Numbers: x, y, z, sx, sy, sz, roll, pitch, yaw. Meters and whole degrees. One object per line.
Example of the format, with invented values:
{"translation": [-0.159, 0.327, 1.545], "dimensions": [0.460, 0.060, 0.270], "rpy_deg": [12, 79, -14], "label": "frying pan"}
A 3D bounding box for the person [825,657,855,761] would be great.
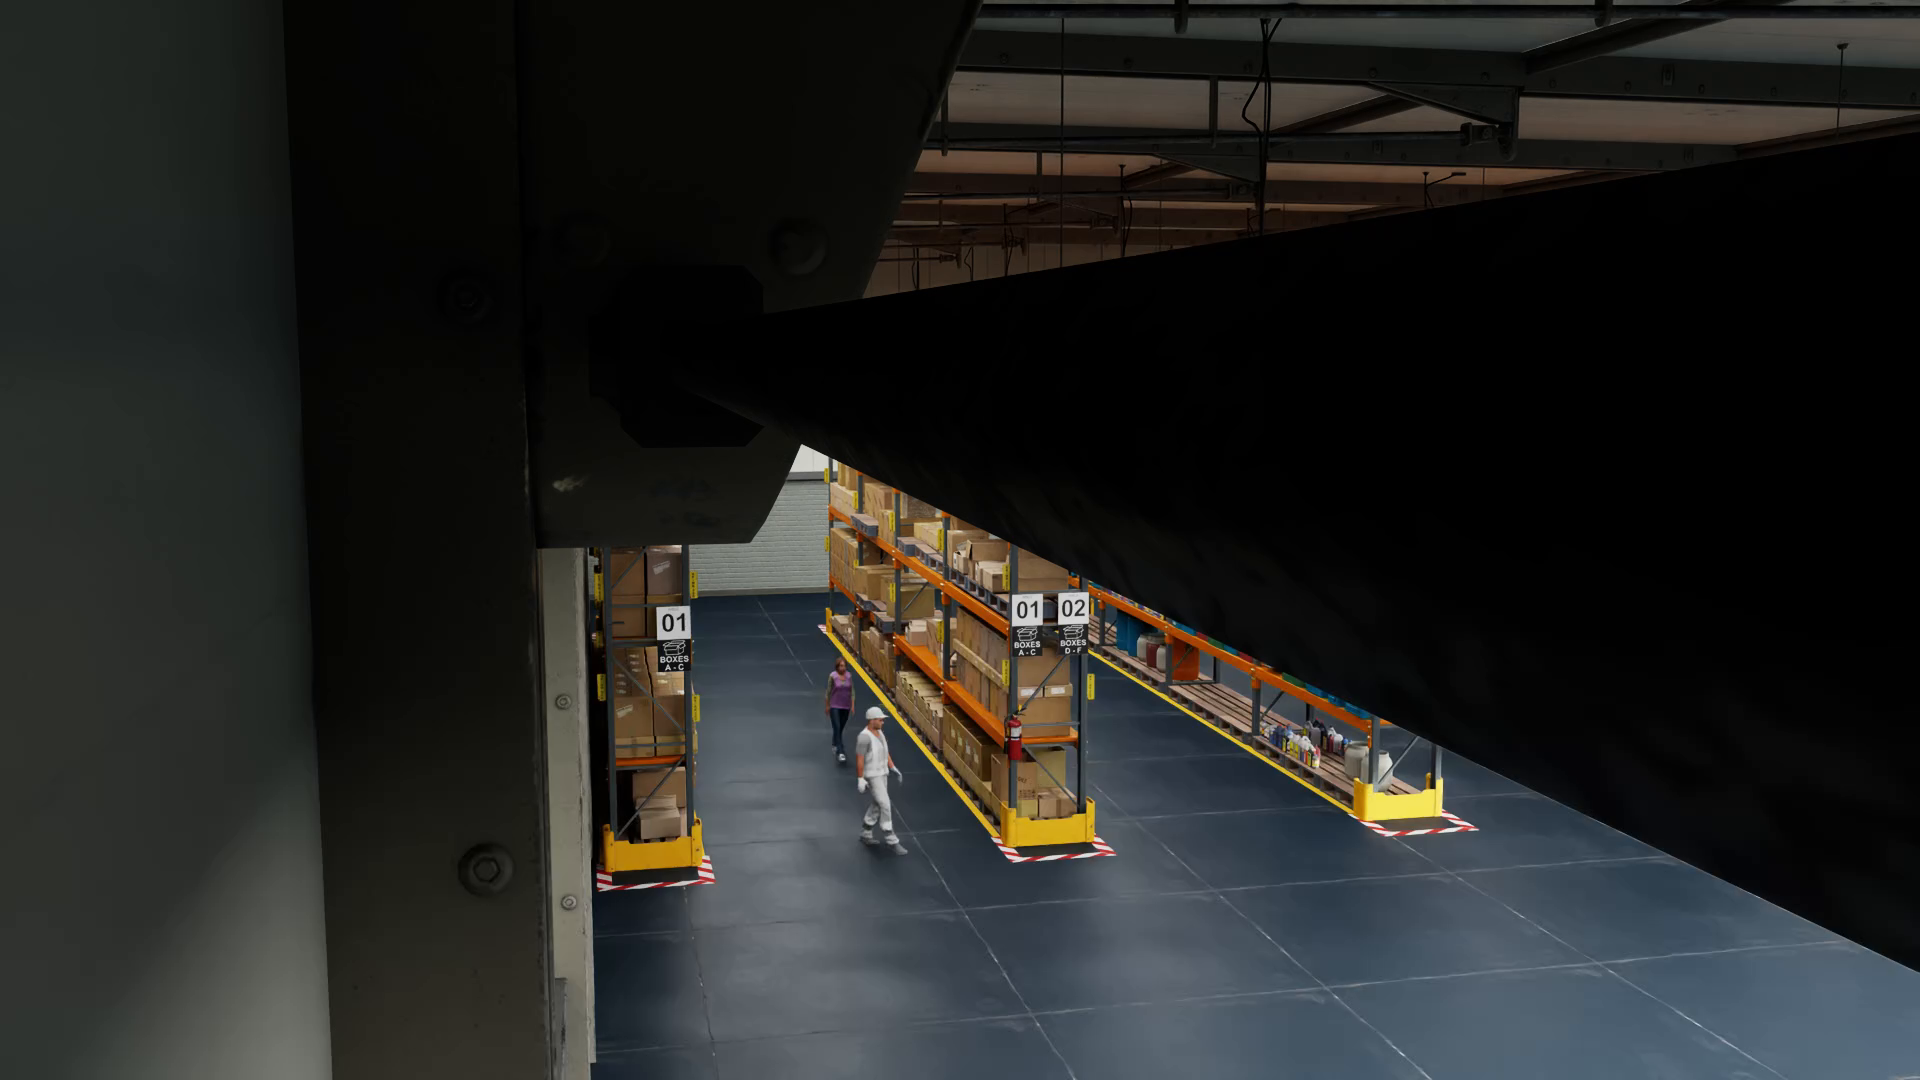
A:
{"translation": [-1.801, 2.548, 25.266], "dimensions": [0.450, 1.545, 0.960], "rpy_deg": [-4, 8, -29], "label": "person"}

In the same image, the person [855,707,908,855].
{"translation": [-0.943, 2.995, 20.827], "dimensions": [0.796, 1.786, 0.558], "rpy_deg": [3, 7, 24], "label": "person"}
